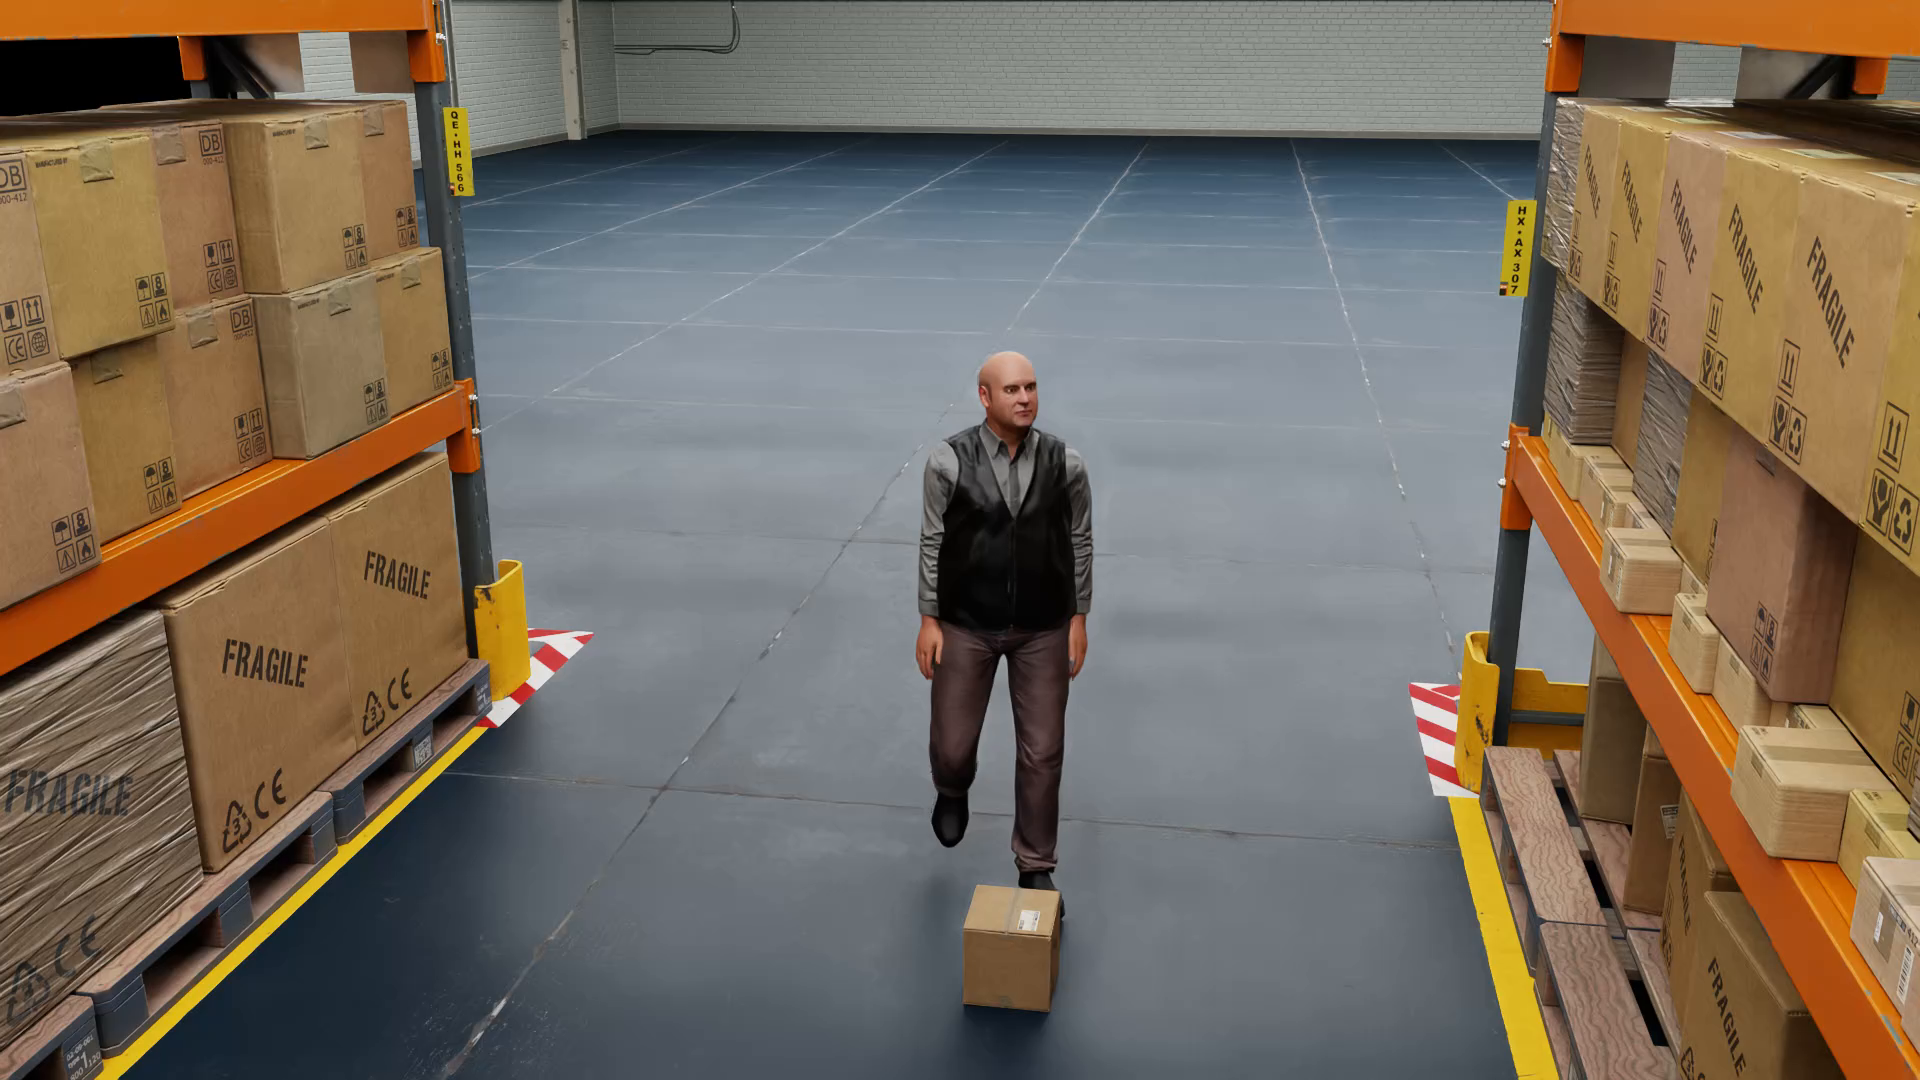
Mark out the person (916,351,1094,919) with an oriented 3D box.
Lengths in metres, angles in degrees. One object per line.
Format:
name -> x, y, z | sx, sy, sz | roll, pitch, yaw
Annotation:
person -> 0.147, 0.281, 5.145 | 0.564, 1.709, 0.660 | -2, 18, -6
